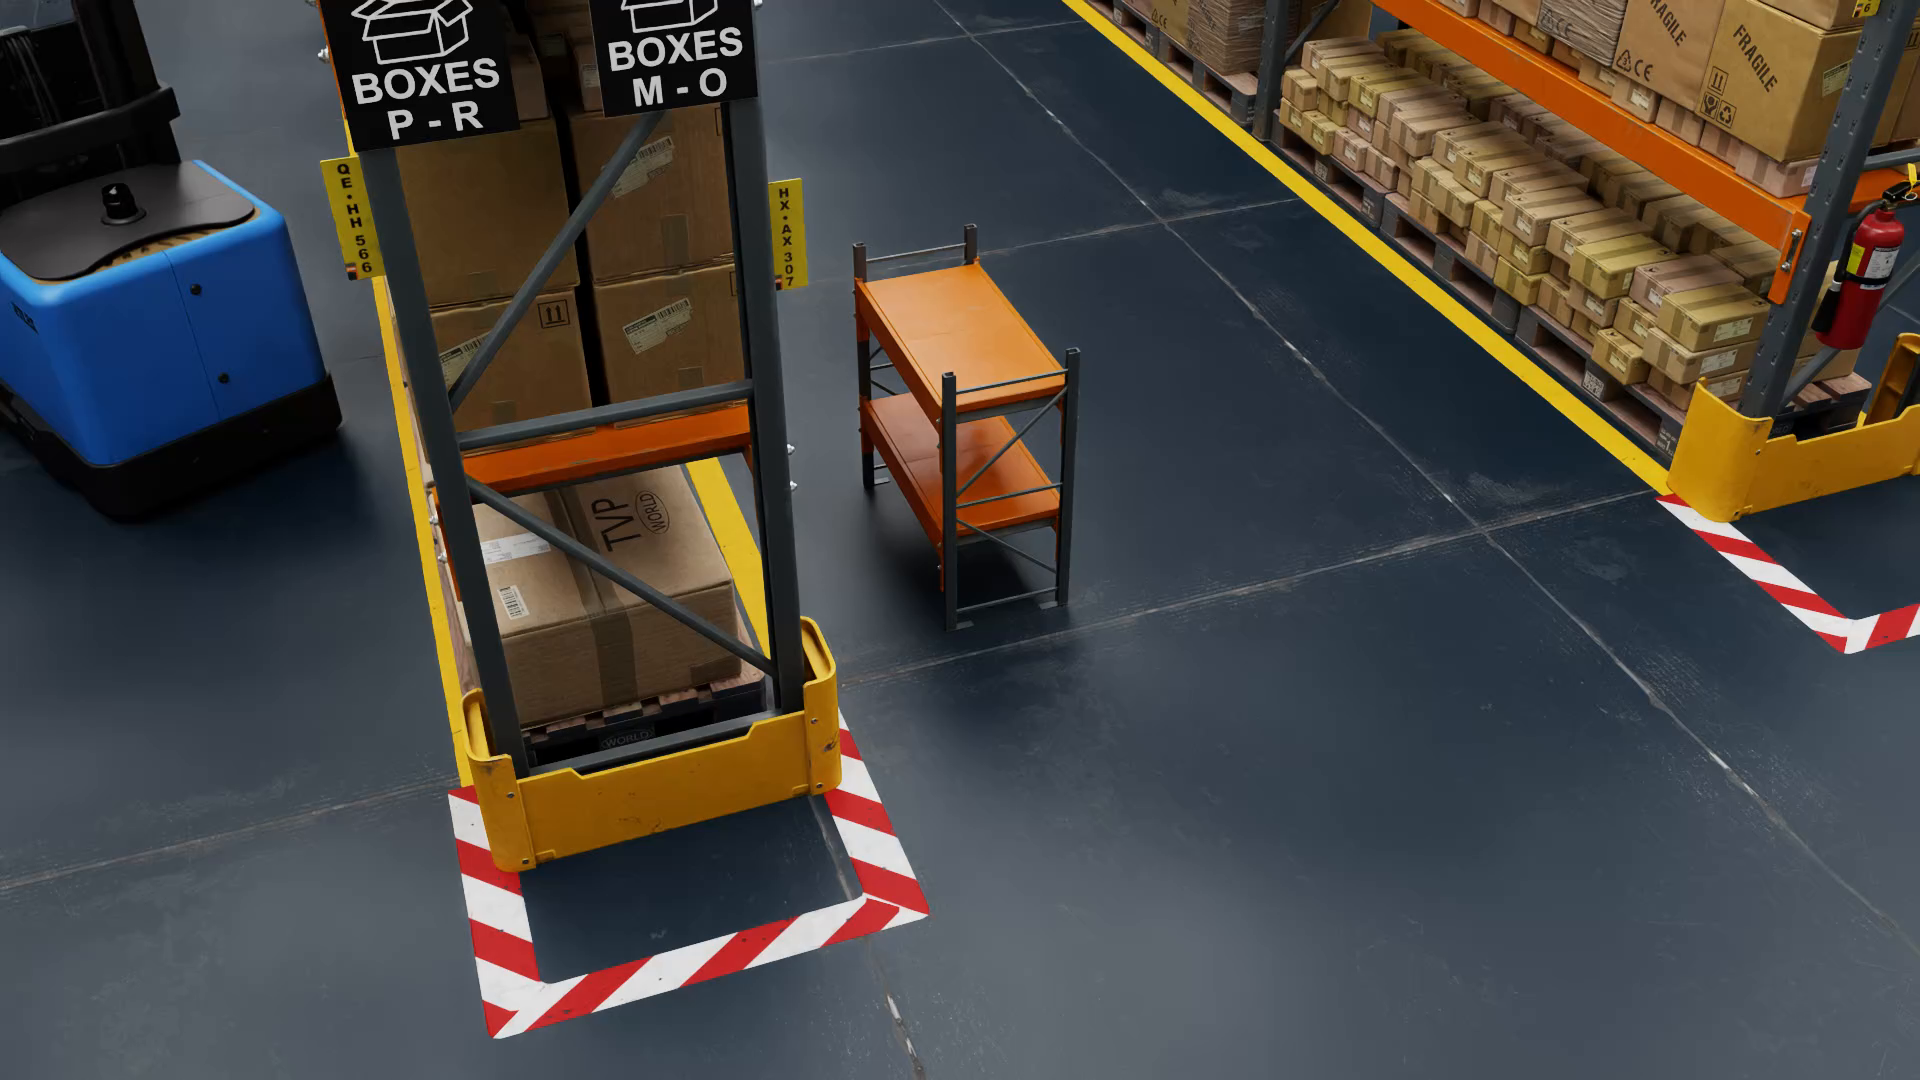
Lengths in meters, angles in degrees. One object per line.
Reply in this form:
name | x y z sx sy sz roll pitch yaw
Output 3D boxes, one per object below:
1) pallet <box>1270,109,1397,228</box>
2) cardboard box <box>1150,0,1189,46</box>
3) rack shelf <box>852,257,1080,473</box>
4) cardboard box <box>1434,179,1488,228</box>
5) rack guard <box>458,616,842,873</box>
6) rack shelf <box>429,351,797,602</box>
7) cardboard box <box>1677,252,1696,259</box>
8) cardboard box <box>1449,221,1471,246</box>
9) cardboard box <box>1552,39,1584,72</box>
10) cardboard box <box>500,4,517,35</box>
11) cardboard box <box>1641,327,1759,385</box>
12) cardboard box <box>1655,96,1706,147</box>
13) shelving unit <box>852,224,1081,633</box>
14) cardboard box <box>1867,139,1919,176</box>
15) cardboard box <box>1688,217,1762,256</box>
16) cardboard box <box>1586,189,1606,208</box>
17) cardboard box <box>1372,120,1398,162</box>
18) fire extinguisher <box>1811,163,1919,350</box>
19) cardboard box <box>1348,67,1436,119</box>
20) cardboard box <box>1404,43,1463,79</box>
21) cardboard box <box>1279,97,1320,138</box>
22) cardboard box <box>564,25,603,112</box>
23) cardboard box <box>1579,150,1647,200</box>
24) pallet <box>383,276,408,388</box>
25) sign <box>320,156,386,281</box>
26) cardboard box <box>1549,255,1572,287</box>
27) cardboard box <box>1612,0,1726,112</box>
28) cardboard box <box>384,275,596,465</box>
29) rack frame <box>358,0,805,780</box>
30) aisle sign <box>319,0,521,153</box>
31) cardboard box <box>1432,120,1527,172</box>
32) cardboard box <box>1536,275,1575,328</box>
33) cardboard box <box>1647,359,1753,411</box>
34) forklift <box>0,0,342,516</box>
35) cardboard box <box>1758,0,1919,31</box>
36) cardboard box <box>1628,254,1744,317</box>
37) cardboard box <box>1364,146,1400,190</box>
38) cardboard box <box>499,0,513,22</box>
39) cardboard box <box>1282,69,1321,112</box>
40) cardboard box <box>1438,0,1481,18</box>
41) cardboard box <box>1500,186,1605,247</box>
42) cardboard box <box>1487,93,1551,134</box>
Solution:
pallet | 2.501 -2.206 9.503 1.003 0.211 1.213 -12 39 -16
cardboard box | 1.570 -3.517 10.655 0.500 0.500 0.500 -13 39 -17
rack shelf | 0.002 -0.679 6.230 0.538 0.278 1.000 -12 39 -16
cardboard box | 2.602 -1.701 8.288 0.380 0.149 0.250 -12 39 -15
rack guard | -0.991 0.662 5.456 1.175 0.500 0.348 -12 39 -16
rack shelf | -1.688 -1.193 6.438 1.077 0.370 4.000 -12 39 -16
cardboard box | 3.466 -1.216 7.644 0.380 0.149 0.250 -12 39 -15
cardboard box | 2.708 -1.592 8.390 0.380 0.149 0.250 -11 38 -15
cardboard box | 2.876 -2.203 7.391 0.380 0.149 0.250 -14 39 -18
cardboard box | -1.421 -1.348 4.594 0.380 0.149 0.250 -12 39 -15
cardboard box | 3.164 -0.819 7.118 0.380 0.149 0.250 -13 39 -17
cardboard box | 3.085 -1.744 6.781 0.380 0.149 0.250 -13 39 -16
shelving unit | 0.002 -0.445 6.407 0.538 1.125 1.048 -12 39 -16
cardboard box | 3.810 -1.583 6.567 0.380 0.149 0.250 -13 39 -16
cardboard box | 3.578 -1.365 7.595 0.380 0.149 0.250 -13 39 -16
cardboard box | 3.167 -1.658 8.231 0.380 0.149 0.250 -11 38 -14
cardboard box | 2.441 -2.161 8.899 0.380 0.149 0.250 -14 39 -18
fire extinguisher | 3.267 -1.015 5.978 0.296 0.674 0.183 -12 39 -16
cardboard box | 2.334 -2.420 8.996 0.380 0.149 0.250 -13 39 -17
cardboard box | 2.729 -2.675 9.335 0.380 0.149 0.250 -12 39 -15
cardboard box | 2.061 -2.449 9.528 0.380 0.149 0.250 -14 39 -18
cardboard box | -0.862 -1.307 4.538 0.380 0.149 0.250 -12 39 -15
cardboard box | 3.281 -1.805 8.179 0.380 0.149 0.250 -12 39 -15
pallet | -2.188 -1.050 7.969 1.003 0.211 1.213 -12 39 -16
sign | -1.514 -0.803 4.164 0.100 0.325 0.005 -12 39 -16
cardboard box | 2.988 -1.285 7.737 0.380 0.149 0.250 -13 39 -16
cardboard box | 3.045 -2.084 6.693 0.500 0.500 0.500 -13 39 -17
cardboard box | -1.414 -0.608 4.981 0.500 0.500 0.500 -12 39 -16
rack frame | -0.999 -0.350 4.722 1.000 3.000 0.127 -12 39 -16
aisle sign | -1.266 -1.284 3.801 0.394 0.787 0.004 -12 39 -16
cardboard box | 2.627 -1.980 8.412 0.380 0.149 0.250 -14 39 -18
cardboard box | 2.946 -1.144 7.796 0.380 0.149 0.250 -12 39 -15
cardboard box | 3.237 -0.715 7.227 0.380 0.149 0.250 -12 39 -15
forklift | -4.119 -2.051 7.037 3.031 2.935 1.130 31 47 34
cardboard box | 3.223 -2.197 6.013 0.500 0.500 0.500 -13 39 -17
cardboard box | 3.161 -1.099 7.242 0.380 0.149 0.250 -12 39 -15
cardboard box | 2.421 -2.036 8.980 0.380 0.149 0.250 -13 39 -17
cardboard box | -1.266 -1.699 5.599 0.500 0.500 0.500 -13 39 -16
cardboard box | 2.061 -2.569 9.440 0.380 0.149 0.250 -11 38 -14
cardboard box | 2.526 -2.630 7.957 0.380 0.149 0.250 -11 38 -14
cardboard box | 2.778 -1.519 7.799 0.380 0.149 0.250 -11 38 -14
cardboard box | 3.017 -2.240 8.756 0.380 0.149 0.250 -14 39 -18
